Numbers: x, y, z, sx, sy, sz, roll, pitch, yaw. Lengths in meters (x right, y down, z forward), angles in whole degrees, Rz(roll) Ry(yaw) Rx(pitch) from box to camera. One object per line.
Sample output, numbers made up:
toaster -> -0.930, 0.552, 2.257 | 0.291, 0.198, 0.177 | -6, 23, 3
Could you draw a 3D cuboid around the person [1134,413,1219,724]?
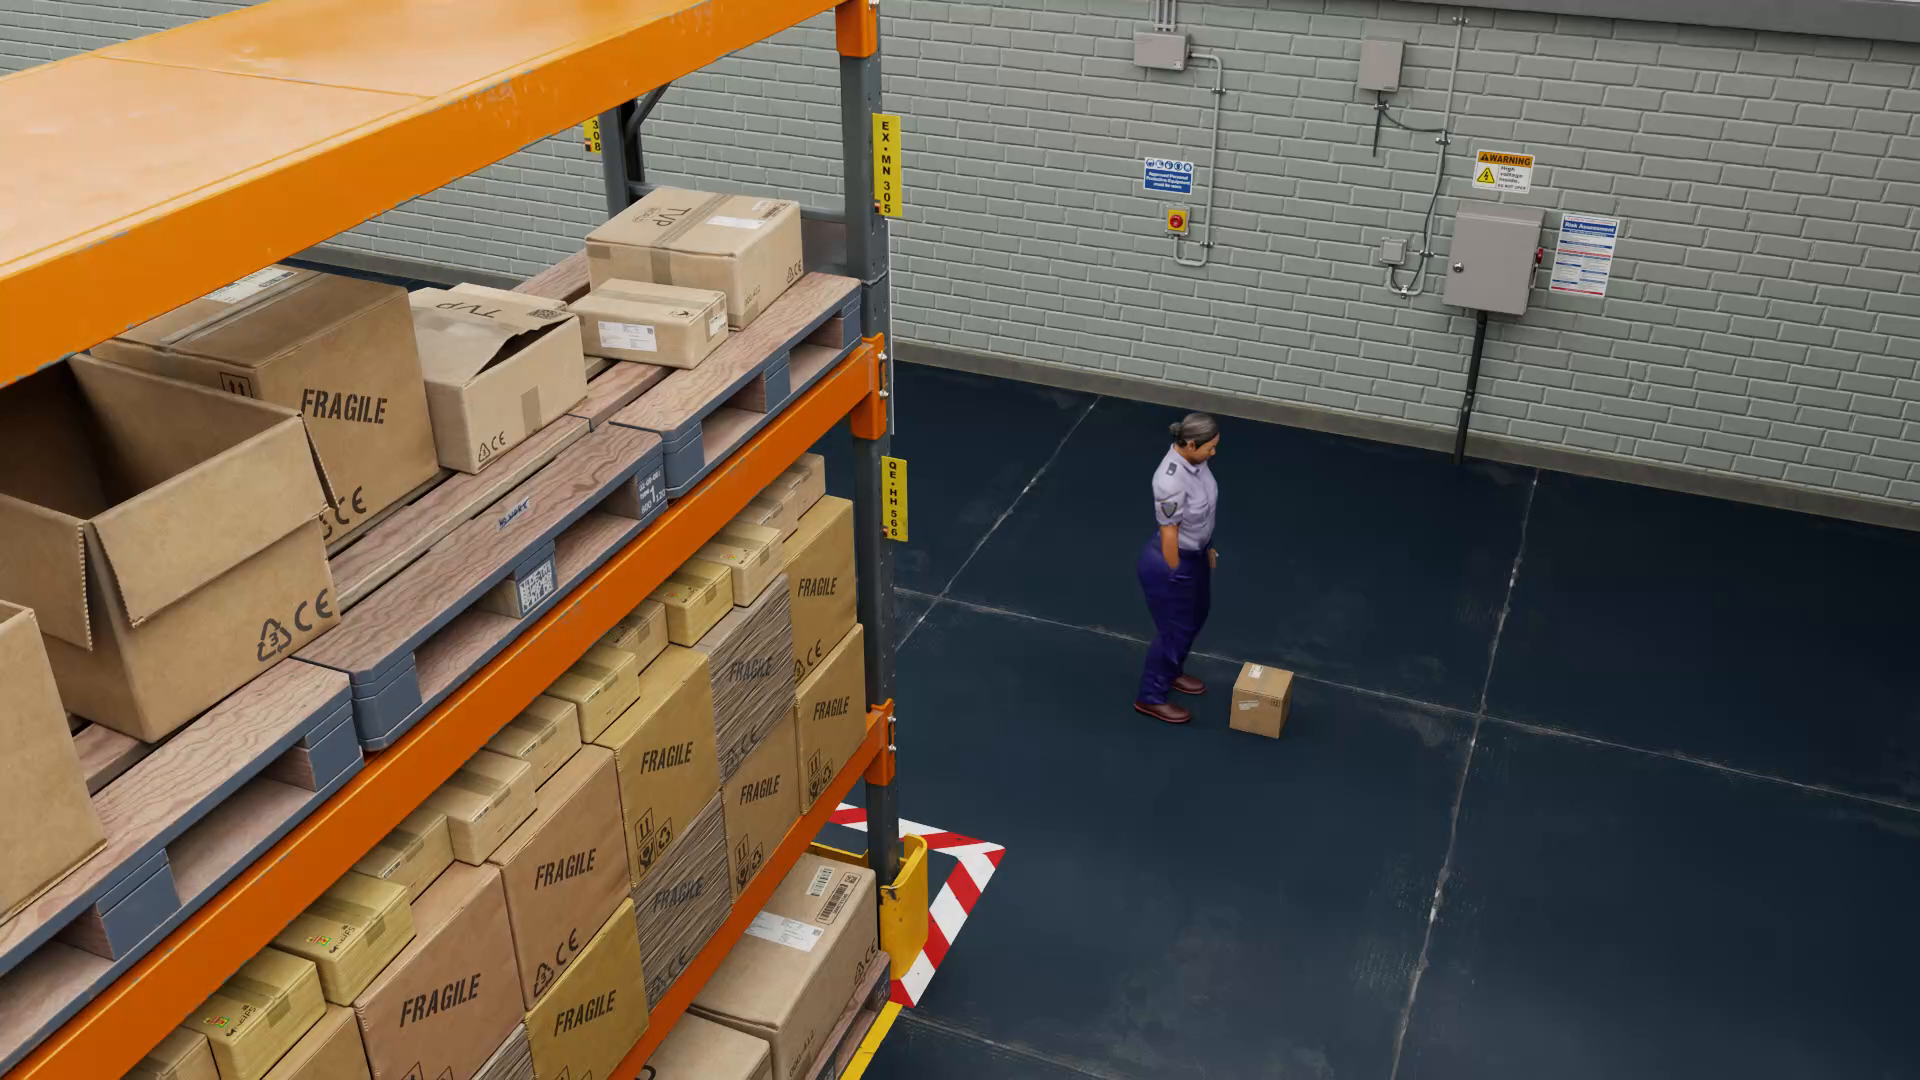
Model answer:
person -> 1.081, 0.112, 8.247 | 0.342, 1.622, 0.480 | 12, 32, 20
